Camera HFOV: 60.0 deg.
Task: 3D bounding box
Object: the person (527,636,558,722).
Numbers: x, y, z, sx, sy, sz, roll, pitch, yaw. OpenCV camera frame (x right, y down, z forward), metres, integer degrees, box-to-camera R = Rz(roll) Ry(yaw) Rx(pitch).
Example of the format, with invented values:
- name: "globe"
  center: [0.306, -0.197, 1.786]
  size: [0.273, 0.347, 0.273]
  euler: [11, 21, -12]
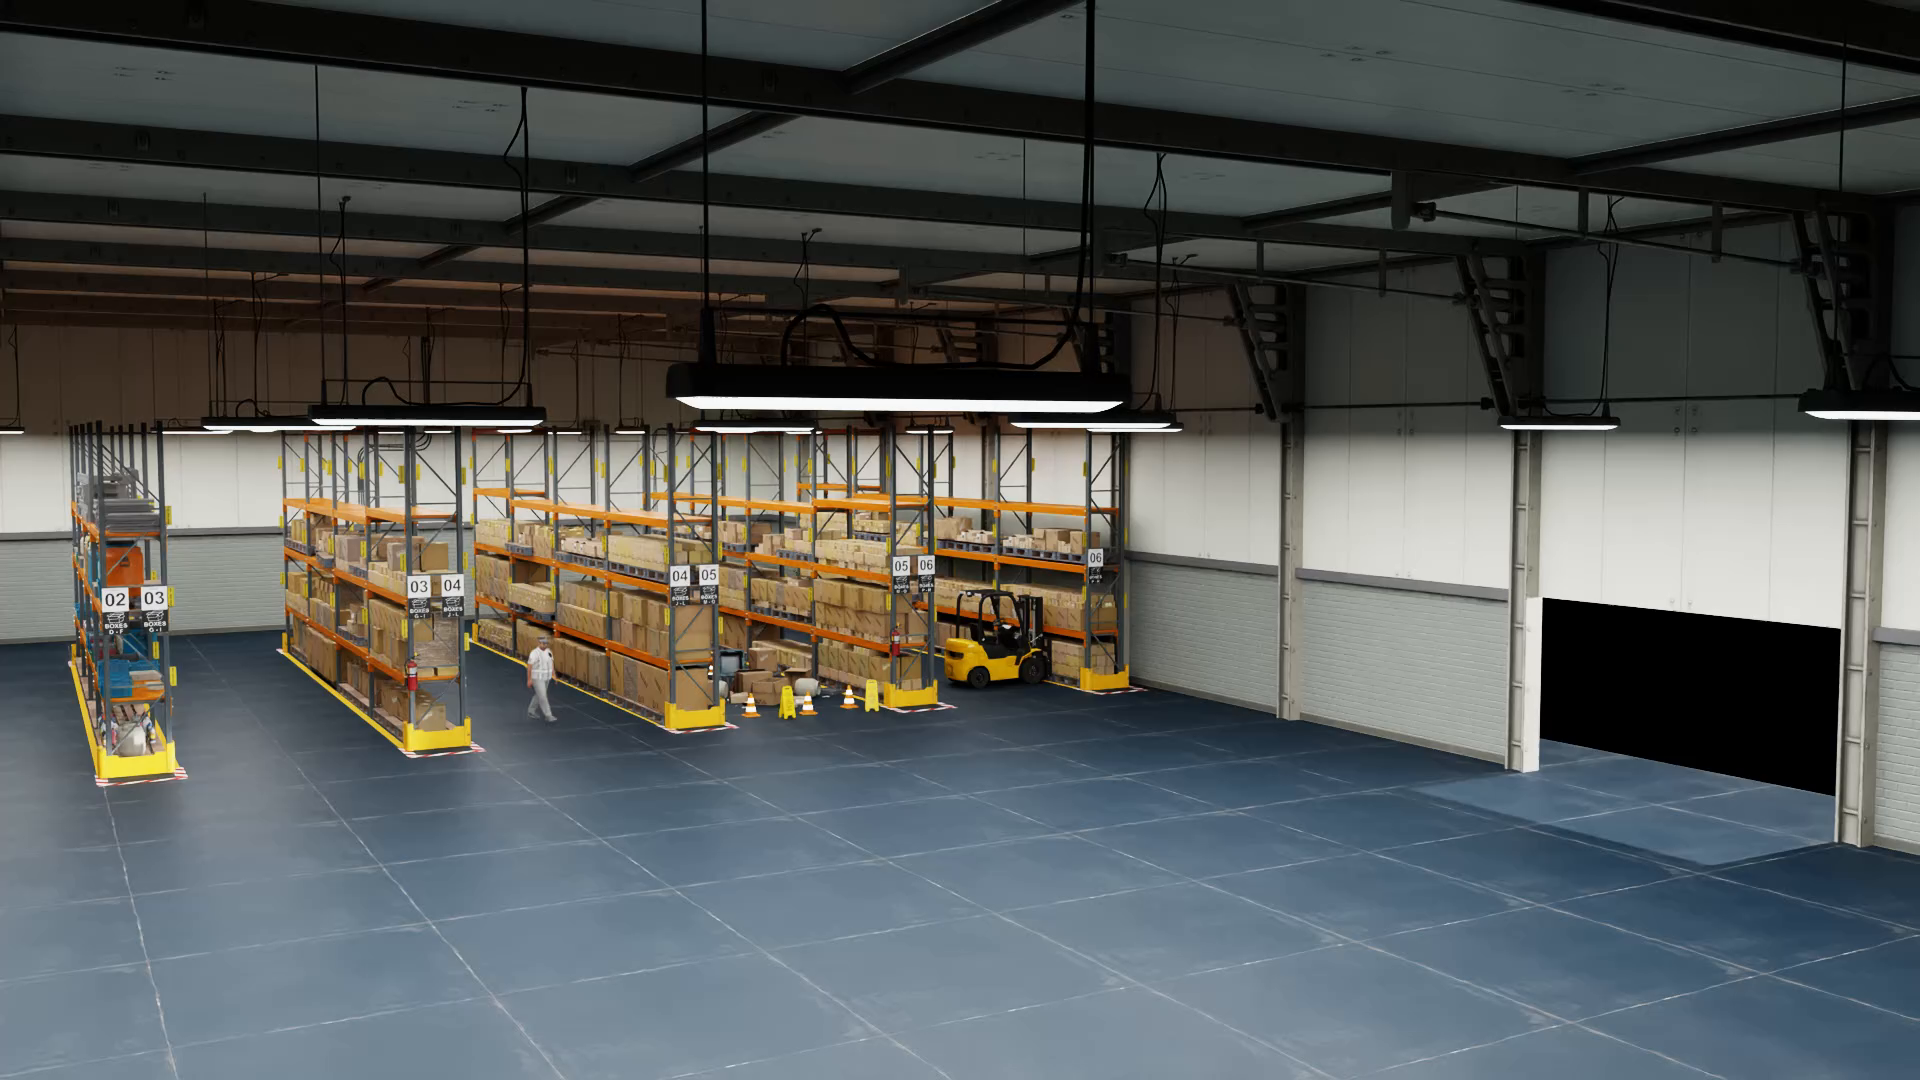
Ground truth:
- name: "person"
  center: [-8.383, 2.775, 33.493]
  size: [1.030, 1.698, 0.560]
  euler: [2, 4, 27]
